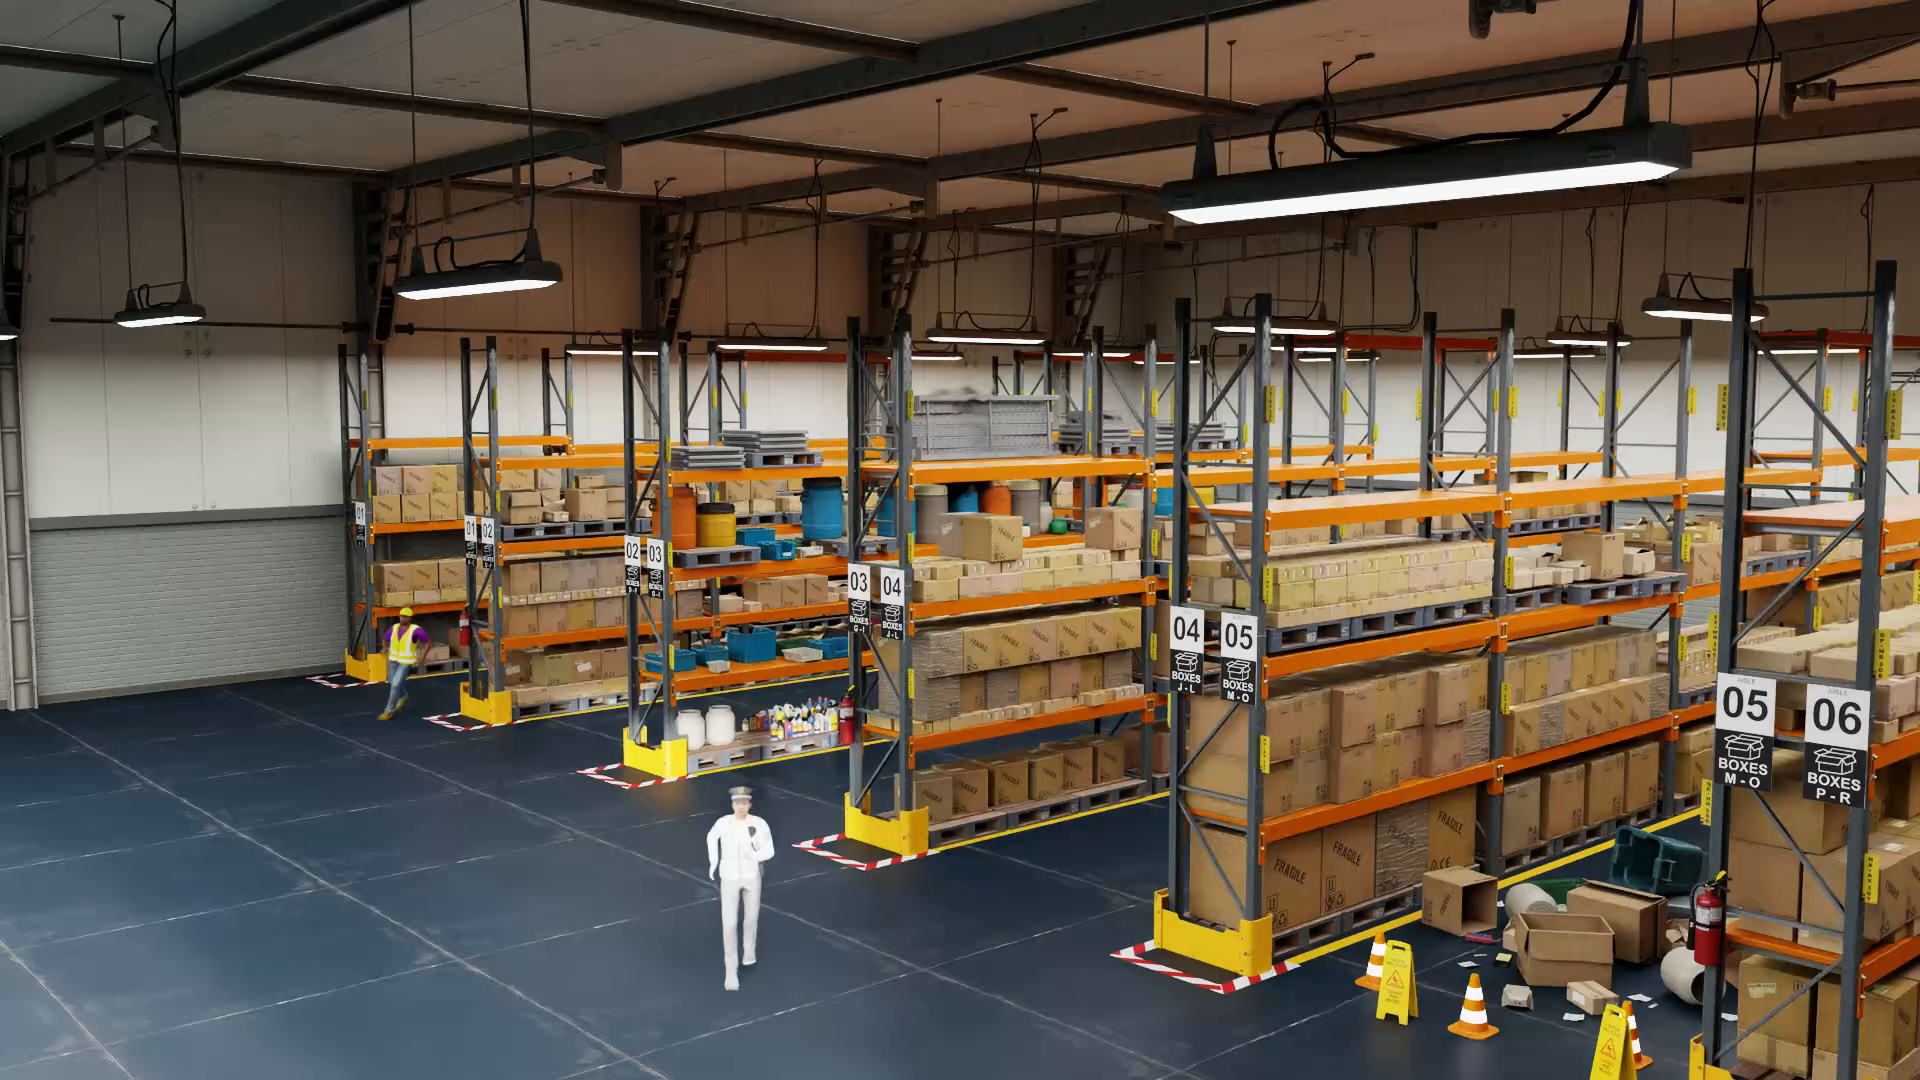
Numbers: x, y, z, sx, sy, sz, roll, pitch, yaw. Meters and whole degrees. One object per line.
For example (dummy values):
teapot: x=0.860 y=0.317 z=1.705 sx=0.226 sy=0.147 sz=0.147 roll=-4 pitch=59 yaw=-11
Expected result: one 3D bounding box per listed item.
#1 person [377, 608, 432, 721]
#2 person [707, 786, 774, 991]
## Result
person: x=-8.821 y=1.931 z=26.292 sx=0.762 sy=1.734 sz=0.971 roll=1 pitch=5 yaw=13
person: x=-1.926 y=3.014 z=14.635 sx=0.583 sy=1.747 sz=0.763 roll=-1 pitch=5 yaw=-8
